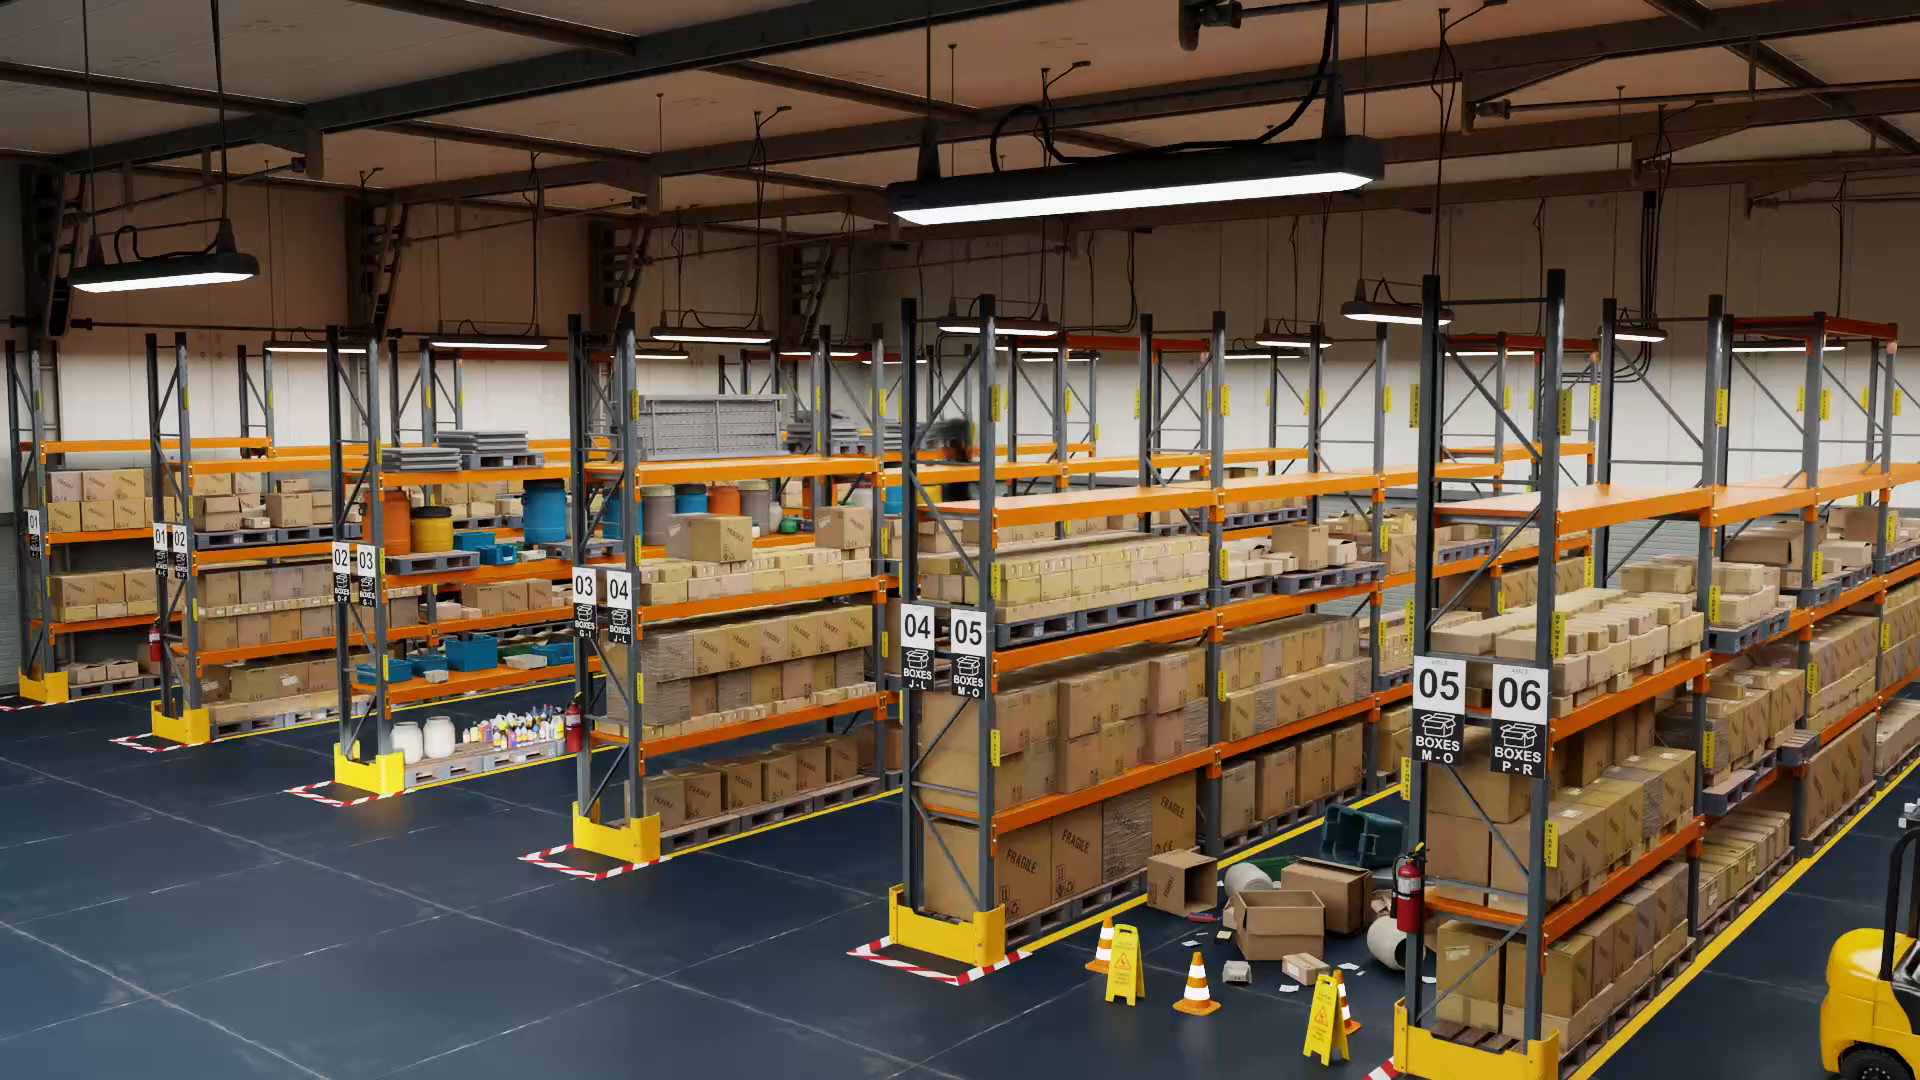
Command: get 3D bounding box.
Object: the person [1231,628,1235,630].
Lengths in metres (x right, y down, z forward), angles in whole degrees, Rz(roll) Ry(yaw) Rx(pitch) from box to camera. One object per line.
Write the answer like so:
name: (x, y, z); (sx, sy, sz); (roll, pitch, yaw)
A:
person: (4.197, 2.103, 25.057); (0.738, 1.595, 0.560); (-4, 7, -39)
